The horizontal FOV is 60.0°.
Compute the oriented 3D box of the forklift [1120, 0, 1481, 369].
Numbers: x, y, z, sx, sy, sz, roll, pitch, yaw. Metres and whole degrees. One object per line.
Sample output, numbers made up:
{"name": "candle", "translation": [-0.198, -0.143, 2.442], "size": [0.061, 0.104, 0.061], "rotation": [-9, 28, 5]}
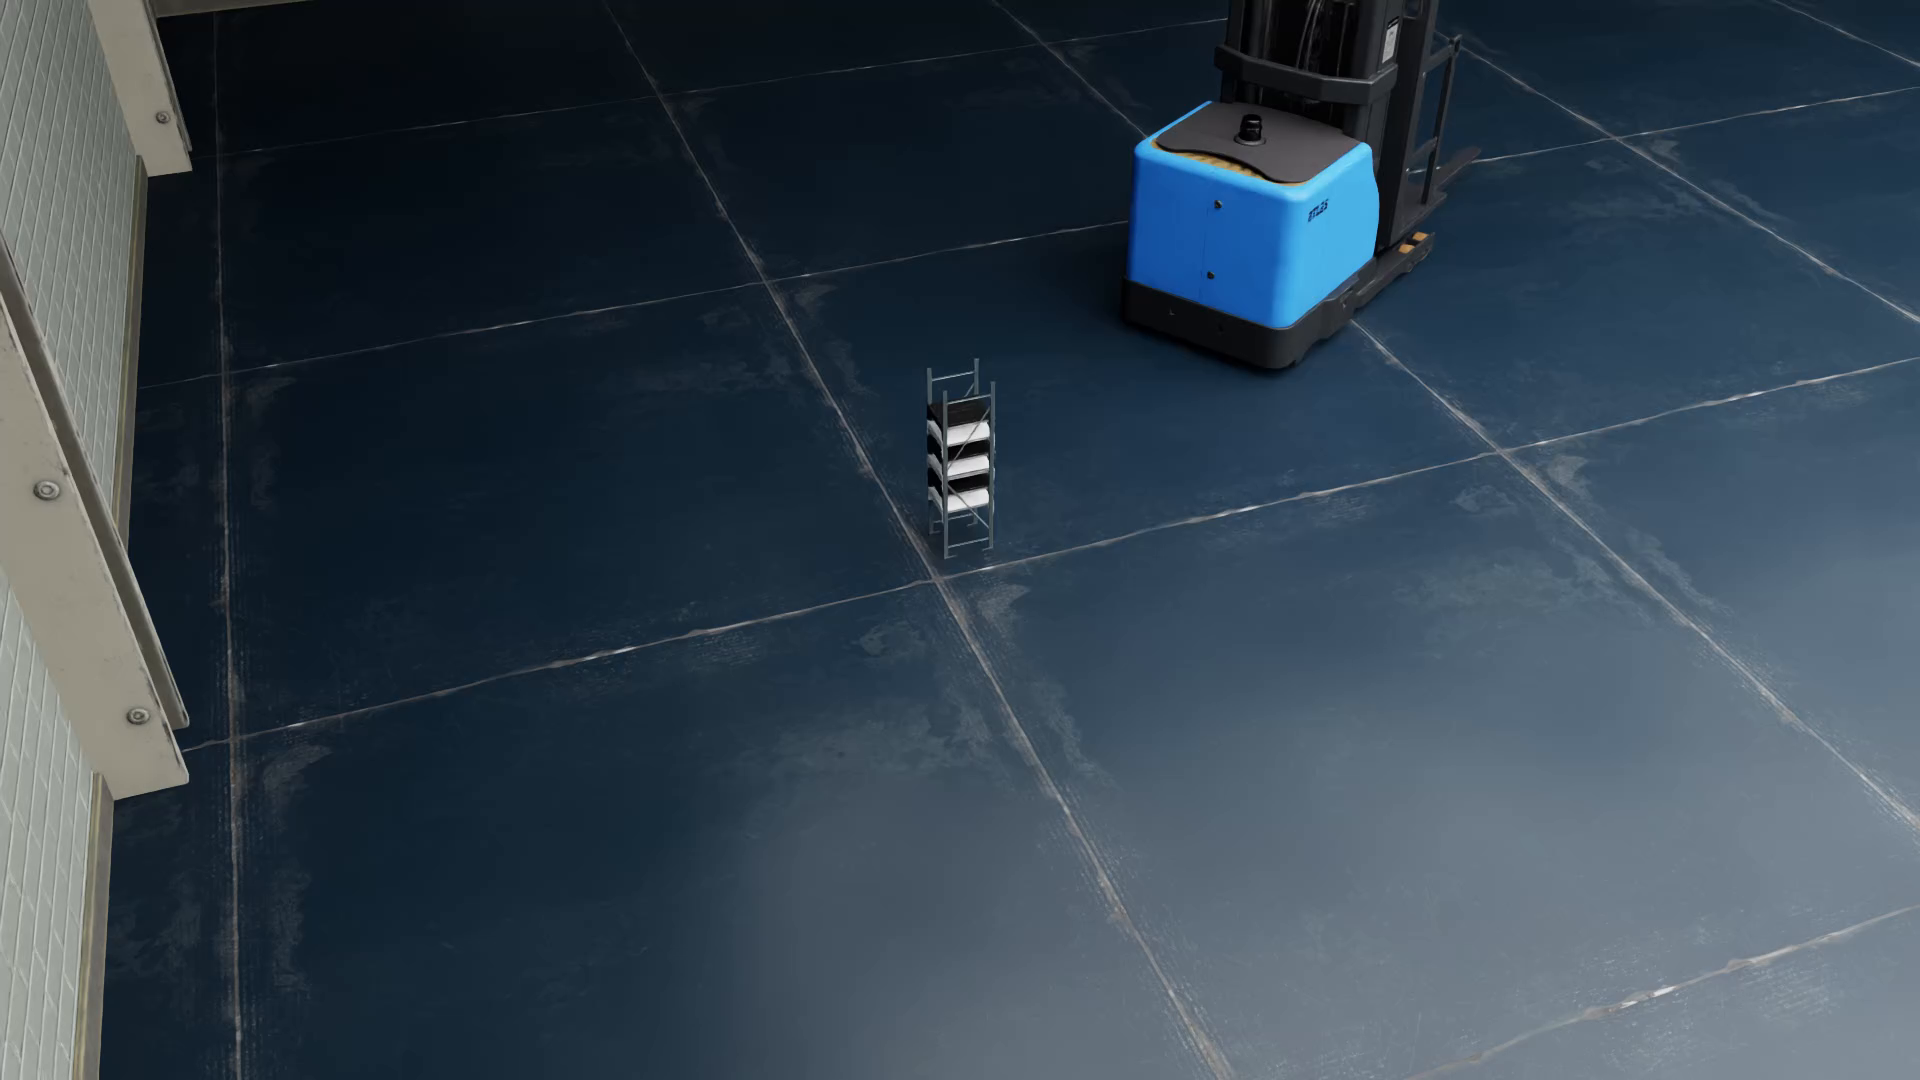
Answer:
{"name": "forklift", "translation": [2.185, -2.915, 9.184], "size": [1.130, 2.935, 3.031], "rotation": [24, 43, 29]}

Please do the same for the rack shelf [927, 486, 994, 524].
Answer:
{"name": "rack shelf", "translation": [0.003, -0.184, 7.602], "size": [0.258, 0.077, 0.200], "rotation": [-12, 39, -16]}

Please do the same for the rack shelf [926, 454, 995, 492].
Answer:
{"name": "rack shelf", "translation": [0.003, -0.328, 7.493], "size": [0.258, 0.077, 0.200], "rotation": [-12, 39, -16]}

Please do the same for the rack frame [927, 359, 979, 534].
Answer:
{"name": "rack frame", "translation": [-0.032, -0.412, 7.549], "size": [0.240, 0.900, 0.006], "rotation": [-12, 39, -16]}

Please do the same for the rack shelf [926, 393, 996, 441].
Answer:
{"name": "rack shelf", "translation": [0.003, -0.544, 7.331], "size": [0.258, 0.077, 0.200], "rotation": [-12, 39, -16]}

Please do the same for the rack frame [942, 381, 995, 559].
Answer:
{"name": "rack frame", "translation": [0.038, -0.297, 7.397], "size": [0.240, 0.900, 0.006], "rotation": [-12, 39, -16]}

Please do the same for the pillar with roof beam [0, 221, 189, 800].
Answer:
{"name": "pillar with roof beam", "translation": [0.818, -3.618, 5.074], "size": [9.100, 9.000, 0.400], "rotation": [-12, 39, -16]}

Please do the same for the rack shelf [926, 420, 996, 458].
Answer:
{"name": "rack shelf", "translation": [0.003, -0.472, 7.385], "size": [0.258, 0.077, 0.200], "rotation": [-12, 39, -16]}

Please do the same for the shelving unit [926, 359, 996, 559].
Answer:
{"name": "shelving unit", "translation": [0.003, -0.355, 7.473], "size": [0.258, 0.900, 0.210], "rotation": [-12, 39, -16]}

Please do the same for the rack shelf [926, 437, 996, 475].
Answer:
{"name": "rack shelf", "translation": [0.003, -0.400, 7.439], "size": [0.258, 0.077, 0.200], "rotation": [-12, 39, -16]}

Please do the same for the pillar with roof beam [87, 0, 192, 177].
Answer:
{"name": "pillar with roof beam", "translation": [-1.247, -7.007, 9.574], "size": [9.100, 9.000, 0.400], "rotation": [-12, 39, -16]}

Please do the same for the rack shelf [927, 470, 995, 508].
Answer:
{"name": "rack shelf", "translation": [0.003, -0.256, 7.547], "size": [0.258, 0.077, 0.200], "rotation": [-12, 39, -16]}
